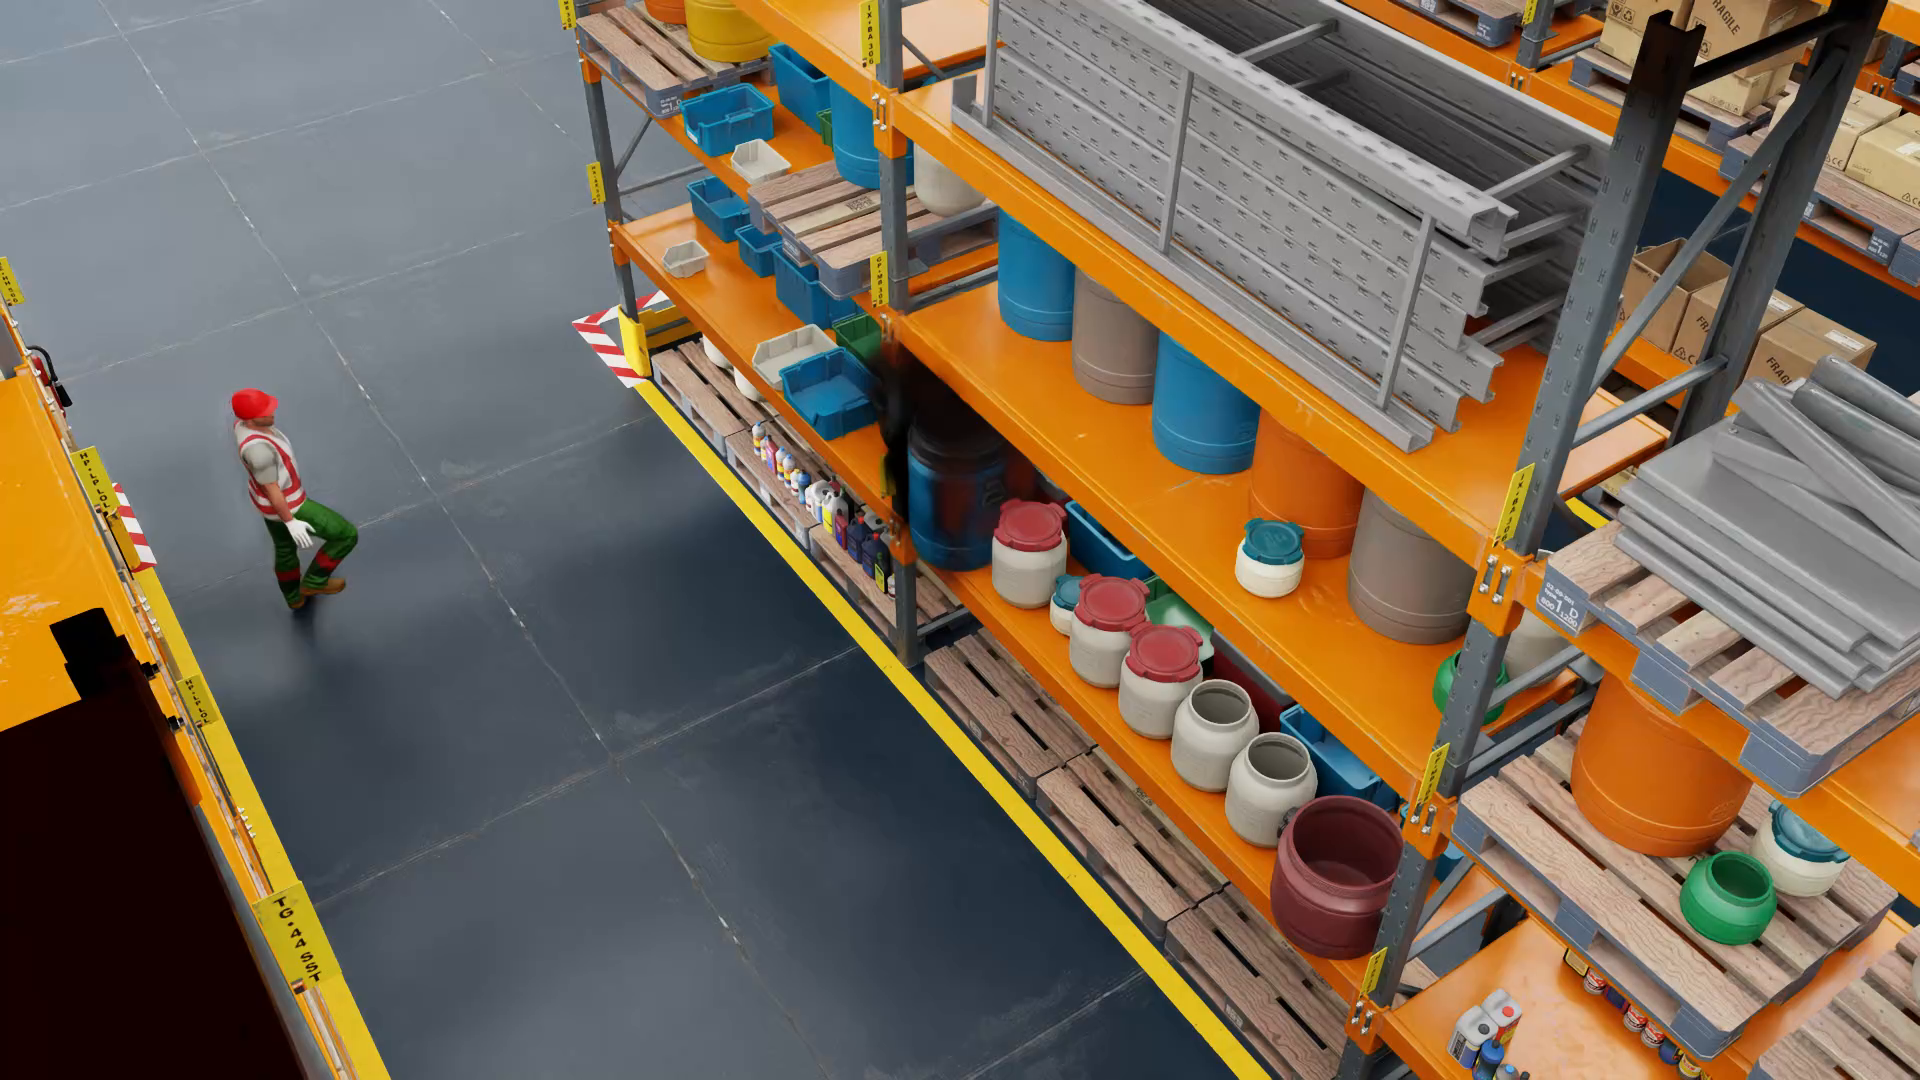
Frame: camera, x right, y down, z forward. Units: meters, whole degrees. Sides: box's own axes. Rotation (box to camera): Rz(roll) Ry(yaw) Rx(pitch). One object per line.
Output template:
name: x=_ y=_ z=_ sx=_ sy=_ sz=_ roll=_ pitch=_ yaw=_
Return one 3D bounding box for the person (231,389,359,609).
person: x=-4.256 y=-0.235 z=10.669 sx=0.528 sy=1.786 sz=0.683 roll=-27 pitch=49 yaw=-26

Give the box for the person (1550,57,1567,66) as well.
person: x=5.066 y=-3.864 z=14.780 sx=0.393 sy=1.730 sz=0.456 roll=3 pitch=43 yaw=3
